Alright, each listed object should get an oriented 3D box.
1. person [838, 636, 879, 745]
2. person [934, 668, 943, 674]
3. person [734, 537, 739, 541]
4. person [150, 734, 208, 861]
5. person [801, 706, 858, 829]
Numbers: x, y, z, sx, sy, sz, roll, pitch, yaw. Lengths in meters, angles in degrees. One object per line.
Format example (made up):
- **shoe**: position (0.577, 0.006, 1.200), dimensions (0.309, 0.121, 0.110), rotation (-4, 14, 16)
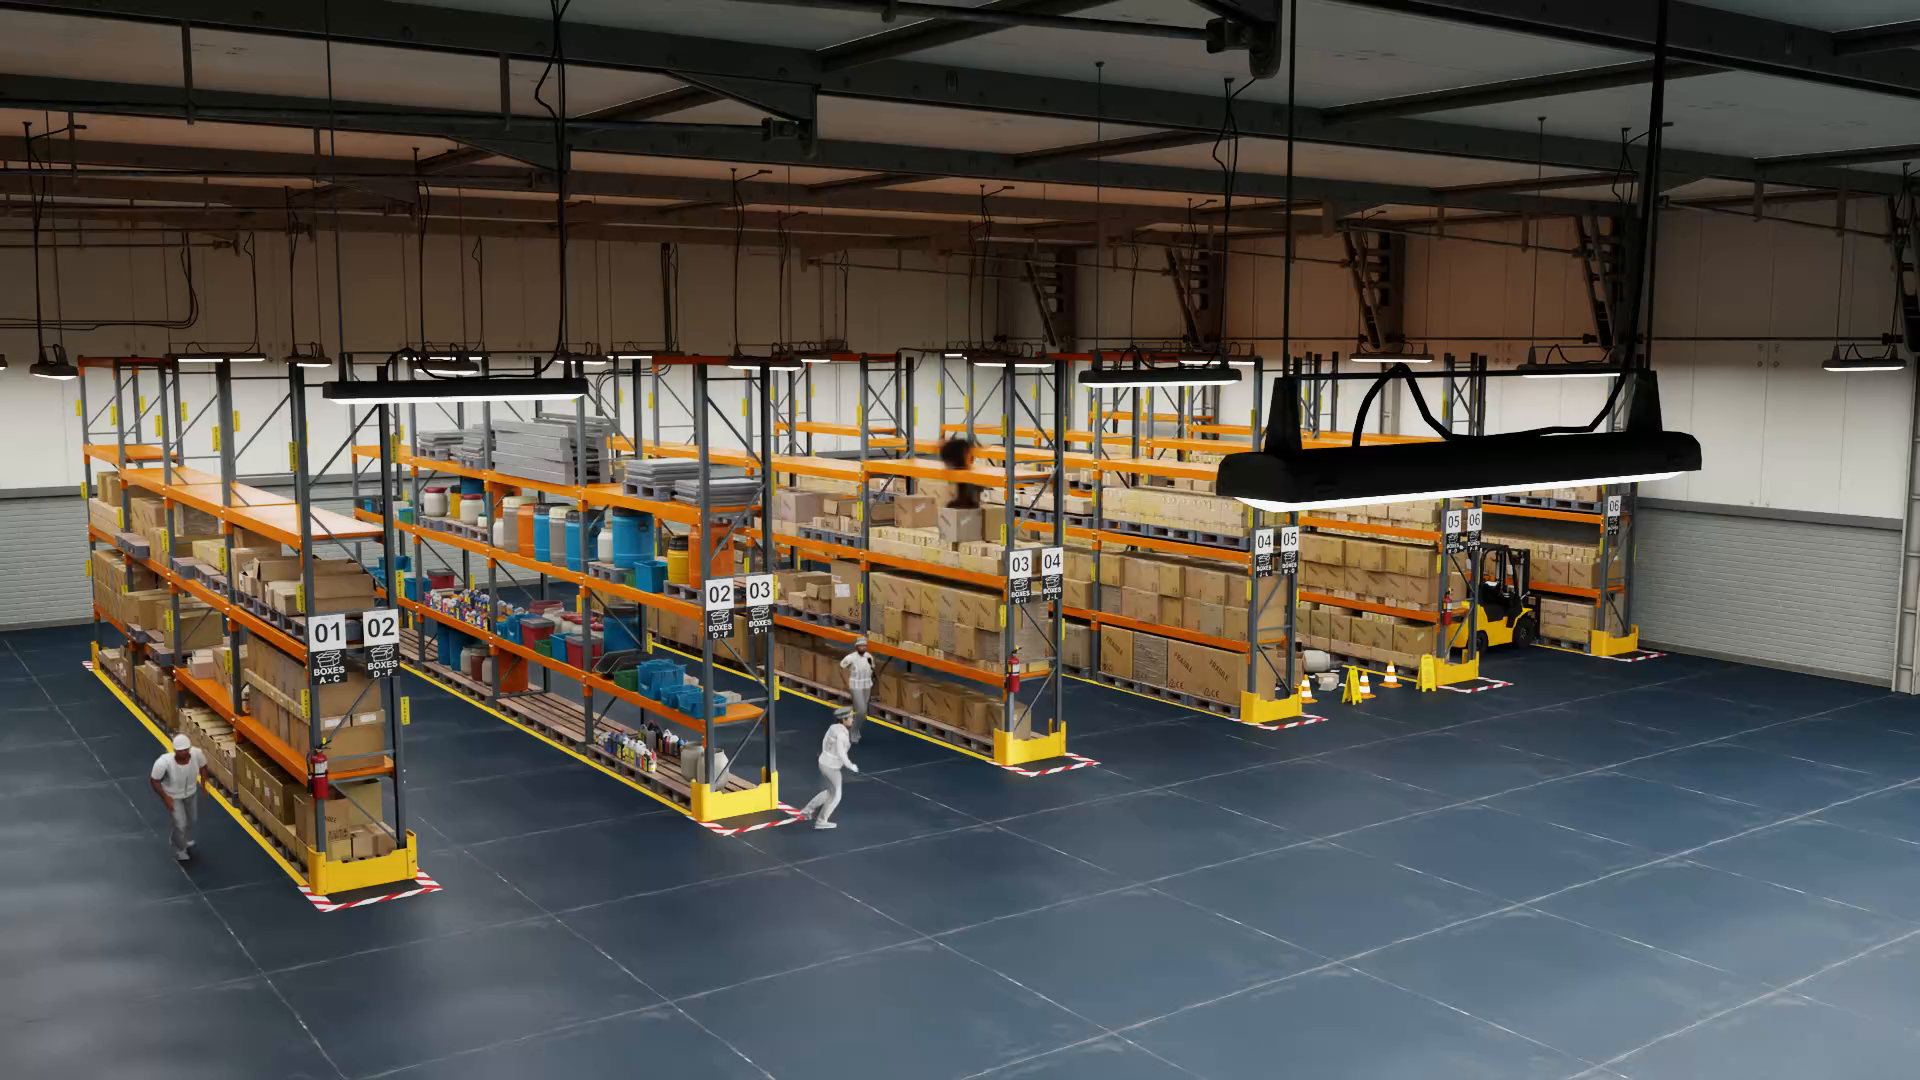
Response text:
- **person**: position (-1.550, 2.345, 26.073), dimensions (0.582, 1.714, 0.694), rotation (-5, 9, -36)
- **person**: position (-0.477, 1.678, 31.665), dimensions (0.563, 1.683, 0.749), rotation (-5, 8, -34)
- **person**: position (-5.619, 0.548, 40.538), dimensions (0.640, 1.780, 0.692), rotation (-2, 7, -15)
- **person**: position (-9.476, 3.095, 20.177), dimensions (0.896, 1.623, 0.704), rotation (4, 8, 32)
- **person**: position (-1.680, 2.941, 21.473), dimensions (0.705, 1.597, 0.585), rotation (-2, 7, -19)
